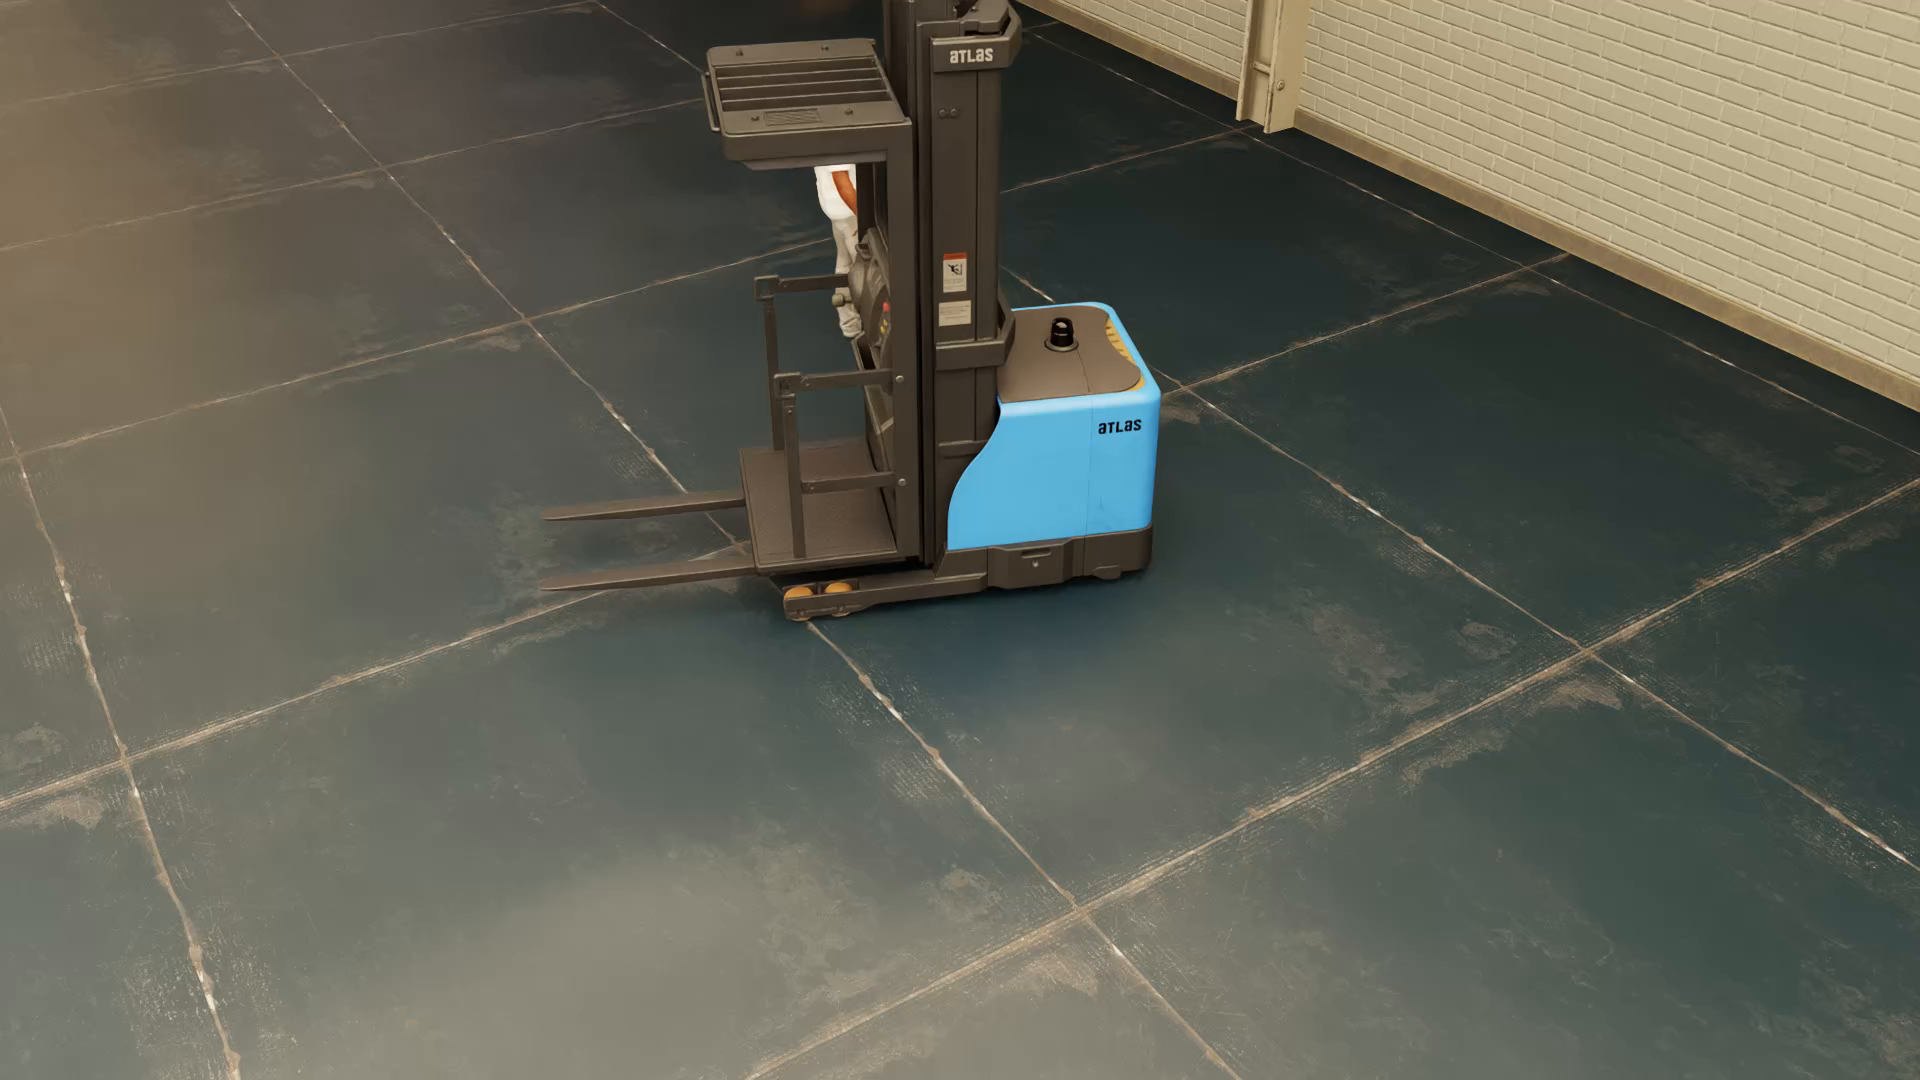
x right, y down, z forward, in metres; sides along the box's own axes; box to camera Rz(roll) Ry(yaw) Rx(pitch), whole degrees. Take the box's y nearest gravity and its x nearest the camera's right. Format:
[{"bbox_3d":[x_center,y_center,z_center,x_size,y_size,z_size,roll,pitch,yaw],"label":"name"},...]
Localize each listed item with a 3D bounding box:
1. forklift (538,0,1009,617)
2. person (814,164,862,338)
[{"bbox_3d":[-0.600,-1.136,7.764,3.031,2.935,1.121,-6,36,-9],"label":"forklift"},{"bbox_3d":[-0.594,-2.038,10.056,0.573,1.770,0.691,-10,36,-13],"label":"person"}]
